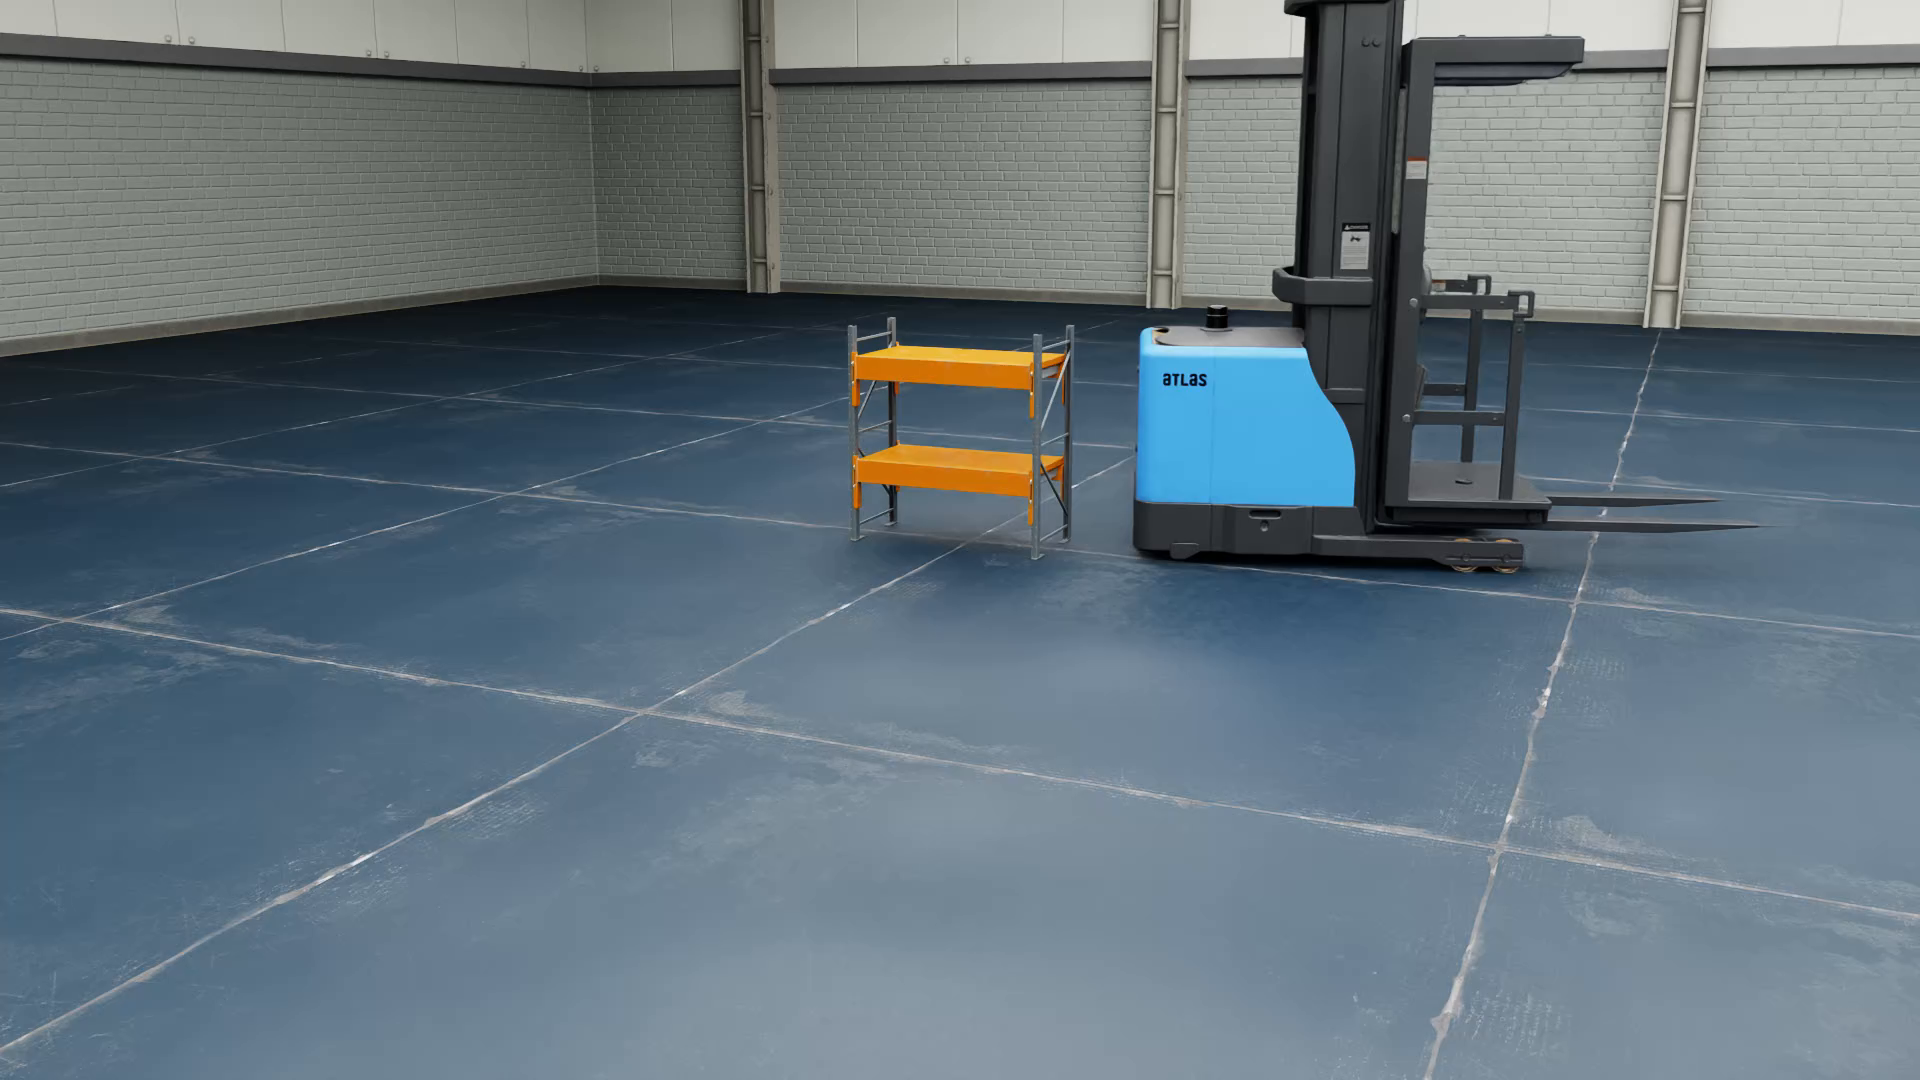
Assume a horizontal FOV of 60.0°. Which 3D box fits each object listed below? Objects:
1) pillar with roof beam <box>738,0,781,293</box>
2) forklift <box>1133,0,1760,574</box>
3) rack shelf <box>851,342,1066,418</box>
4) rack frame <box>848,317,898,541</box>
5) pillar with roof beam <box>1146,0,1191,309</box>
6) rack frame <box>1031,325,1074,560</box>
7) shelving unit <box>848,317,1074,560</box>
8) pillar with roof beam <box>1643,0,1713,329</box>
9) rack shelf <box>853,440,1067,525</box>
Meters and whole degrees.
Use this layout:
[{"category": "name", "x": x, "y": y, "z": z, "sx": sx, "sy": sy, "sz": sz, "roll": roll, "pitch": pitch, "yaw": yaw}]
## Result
[{"category": "pillar with roof beam", "x": -4.575, "y": -7.065, "z": 19.164, "sx": 0.400, "sy": 9.000, "sz": 9.100, "roll": 6, "pitch": 14, "yaw": 23}, {"category": "forklift", "x": 2.418, "y": -1.392, "z": 8.270, "sx": 3.031, "sy": 2.935, "sz": 1.130, "roll": 1, "pitch": 13, "yaw": 6}, {"category": "rack shelf", "x": 0.006, "y": -0.832, "z": 8.557, "sx": 1.000, "sy": 0.278, "sz": 0.538, "roll": 6, "pitch": 14, "yaw": 23}, {"category": "rack frame", "x": -0.459, "y": -0.594, "z": 8.824, "sx": 0.032, "sy": 1.125, "sz": 0.500, "roll": 6, "pitch": 14, "yaw": 23}, {"category": "pillar with roof beam", "x": 0.911, "y": -6.510, "z": 16.798, "sx": 0.400, "sy": 9.000, "sz": 9.100, "roll": 6, "pitch": 14, "yaw": 23}, {"category": "rack frame", "x": 0.471, "y": -0.500, "z": 8.423, "sx": 0.032, "sy": 1.125, "sz": 0.500, "roll": 6, "pitch": 14, "yaw": 23}, {"category": "shelving unit", "x": 0.006, "y": -0.547, "z": 8.624, "sx": 1.048, "sy": 1.125, "sz": 0.538, "roll": 6, "pitch": 14, "yaw": 23}, {"category": "pillar with roof beam", "x": 6.397, "y": -5.954, "z": 14.432, "sx": 0.400, "sy": 9.000, "sz": 9.100, "roll": 6, "pitch": 14, "yaw": 23}, {"category": "rack shelf", "x": 0.006, "y": -0.309, "z": 8.680, "sx": 1.000, "sy": 0.278, "sz": 0.538, "roll": 6, "pitch": 14, "yaw": 23}]
